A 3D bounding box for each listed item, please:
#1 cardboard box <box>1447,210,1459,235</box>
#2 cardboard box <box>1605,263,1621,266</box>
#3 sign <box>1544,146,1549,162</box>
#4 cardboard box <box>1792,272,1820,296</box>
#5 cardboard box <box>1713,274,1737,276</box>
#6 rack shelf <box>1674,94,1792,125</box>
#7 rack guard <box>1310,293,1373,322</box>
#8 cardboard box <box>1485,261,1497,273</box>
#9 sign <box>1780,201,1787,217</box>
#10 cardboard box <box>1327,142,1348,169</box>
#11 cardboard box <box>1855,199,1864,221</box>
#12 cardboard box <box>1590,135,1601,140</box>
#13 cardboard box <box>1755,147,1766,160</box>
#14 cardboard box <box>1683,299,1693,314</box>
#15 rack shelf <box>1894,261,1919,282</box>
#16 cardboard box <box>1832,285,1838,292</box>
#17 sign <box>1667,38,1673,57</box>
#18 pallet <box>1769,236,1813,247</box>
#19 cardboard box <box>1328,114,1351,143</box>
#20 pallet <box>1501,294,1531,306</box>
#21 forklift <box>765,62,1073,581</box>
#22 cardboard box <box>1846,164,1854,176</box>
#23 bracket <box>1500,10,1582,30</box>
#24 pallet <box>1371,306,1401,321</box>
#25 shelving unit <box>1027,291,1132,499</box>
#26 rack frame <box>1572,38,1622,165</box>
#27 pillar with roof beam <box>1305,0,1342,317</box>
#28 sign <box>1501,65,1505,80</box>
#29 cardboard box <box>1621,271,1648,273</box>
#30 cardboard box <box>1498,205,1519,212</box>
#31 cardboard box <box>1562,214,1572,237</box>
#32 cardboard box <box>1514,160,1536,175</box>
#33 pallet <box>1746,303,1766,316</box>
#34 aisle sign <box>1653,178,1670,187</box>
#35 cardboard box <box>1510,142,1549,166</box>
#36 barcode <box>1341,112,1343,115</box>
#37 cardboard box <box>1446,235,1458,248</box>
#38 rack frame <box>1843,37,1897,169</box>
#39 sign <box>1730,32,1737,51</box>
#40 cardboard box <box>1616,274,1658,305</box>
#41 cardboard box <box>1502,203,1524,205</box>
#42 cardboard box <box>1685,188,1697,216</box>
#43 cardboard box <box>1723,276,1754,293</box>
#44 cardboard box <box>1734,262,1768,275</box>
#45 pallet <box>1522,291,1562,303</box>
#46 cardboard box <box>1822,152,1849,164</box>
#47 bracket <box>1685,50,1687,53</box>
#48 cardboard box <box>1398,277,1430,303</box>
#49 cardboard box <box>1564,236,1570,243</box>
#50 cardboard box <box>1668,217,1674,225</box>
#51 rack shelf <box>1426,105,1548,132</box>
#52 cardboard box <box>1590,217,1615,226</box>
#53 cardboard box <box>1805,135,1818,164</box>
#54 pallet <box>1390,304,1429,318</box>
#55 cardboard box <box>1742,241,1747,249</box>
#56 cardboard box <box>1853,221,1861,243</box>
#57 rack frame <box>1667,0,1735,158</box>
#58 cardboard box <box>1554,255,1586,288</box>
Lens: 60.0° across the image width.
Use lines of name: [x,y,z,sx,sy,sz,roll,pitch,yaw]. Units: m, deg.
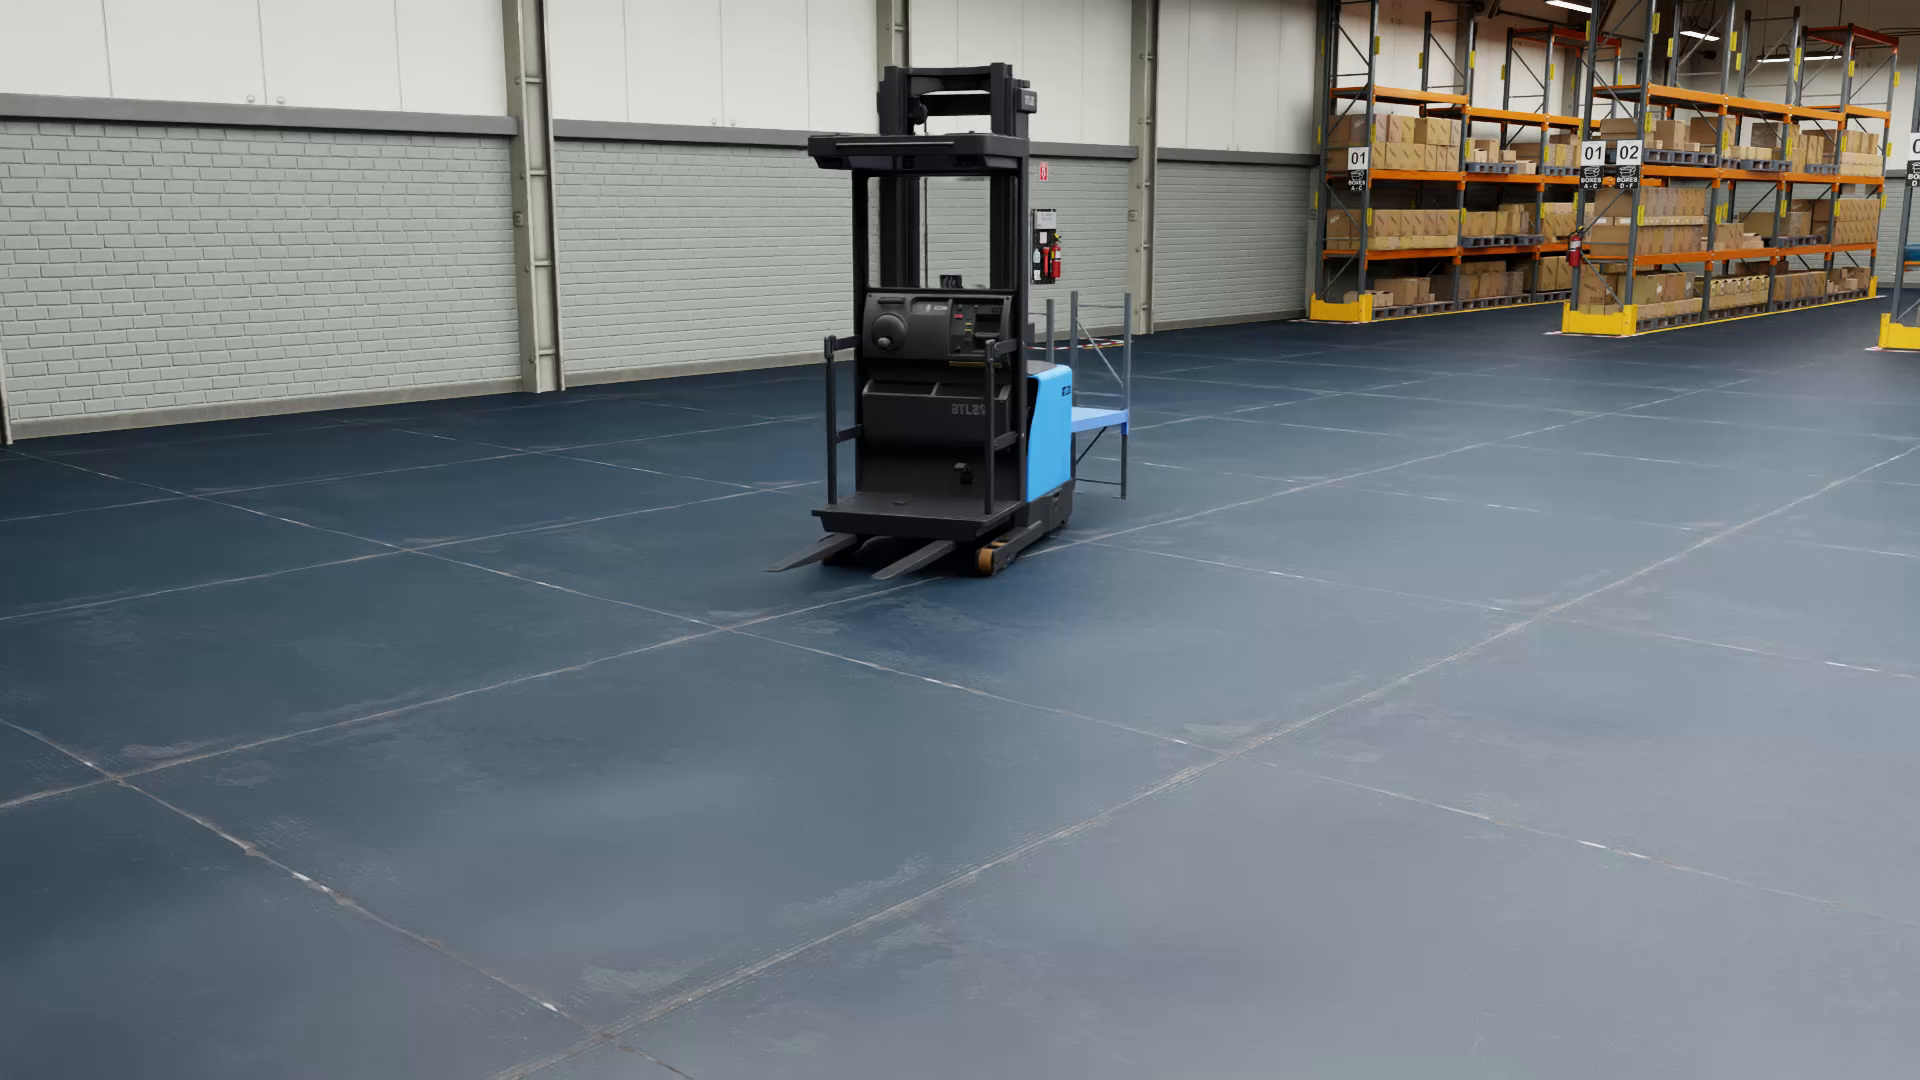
cardboard box: [9.758,-6.434,33.684,0.500,0.500,0.500,10,15,40]
cardboard box: [16.053,-6.838,40.944,0.380,0.149,0.250,10,15,42]
sign: [12.885,-8.482,36.542,0.100,0.325,0.005,10,15,40]
cardboard box: [18.399,-5.585,36.276,0.500,0.500,0.500,10,15,41]
cardboard box: [15.636,-5.282,34.013,0.500,0.311,0.500,10,15,42]
rack shelf: [14.882,-8.287,32.084,1.077,0.370,4.000,10,15,40]
rack guard: [7.248,-4.436,31.647,1.175,0.500,0.348,10,15,40]
cardboard box: [11.283,-5.921,36.042,0.500,0.250,0.500,10,15,40]
sign: [16.621,-6.685,33.565,0.100,0.325,0.005,10,15,40]
cardboard box: [7.283,-7.275,31.512,0.500,0.500,0.500,-11,16,-43]
cardboard box: [20.385,-7.577,38.179,0.500,0.500,0.500,10,15,42]
cardboard box: [15.405,-9.570,40.448,0.500,0.500,0.500,10,15,40]
cardboard box: [15.612,-7.638,32.947,0.500,0.250,0.500,10,15,42]
cardboard box: [13.082,-4.288,30.472,0.500,0.250,0.500,10,15,40]
rack shelf: [15.960,-4.312,26.477,1.077,0.370,4.000,10,15,40]
cardboard box: [19.846,-5.765,38.029,0.380,0.166,0.250,10,15,40]
sign: [13.146,-9.107,30.744,0.100,0.325,0.005,10,15,40]
pallet: [17.482,-6.381,35.490,1.003,0.211,1.213,10,15,40]
cardboard box: [7.286,-7.768,31.430,0.500,0.500,0.500,11,15,43]
pallet: [11.962,-5.346,36.938,1.003,0.211,1.213,10,15,40]
forklift: [-0.210,-1.315,9.814,1.130,2.935,3.031,4,12,19]
cardboard box: [19.682,-8.287,37.266,0.500,0.250,0.500,10,15,40]
bracket: [13.212,-11.850,37.875,0.076,0.066,4.783,10,15,40]
pallet: [7.811,-4.410,32.251,1.003,0.211,1.213,10,15,40]
shelving unit: [0.724,-0.987,11.825,0.538,1.500,1.048,8,14,35]
rack frame: [15.119,-10.358,39.598,1.000,3.000,0.127,10,15,40]
pillar with roof beam: [10.244,-8.251,29.047,9.100,9.000,0.400,10,15,40]
sign: [12.059,-10.377,36.901,0.100,0.325,0.005,10,15,40]
cardboard box: [12.360,-4.650,30.368,0.500,0.500,0.500,10,15,40]
cardboard box: [12.072,-7.307,36.603,0.380,0.149,0.250,7,13,31]
cardboard box: [13.672,-7.220,38.135,0.500,0.500,0.500,10,15,40]
cardboard box: [12.206,-8.124,36.247,0.500,0.311,0.500,10,15,40]
pallet: [15.629,-4.705,33.727,1.003,0.211,1.213,10,15,40]
aisle sign: [18.032,-9.252,42.736,0.394,0.787,0.004,10,15,40]
cardboard box: [12.749,-8.641,37.280,0.700,0.500,0.500,8,14,36]
barcode: [7.291,-8.125,31.733,0.001,0.075,0.075,10,15,40]
cardboard box: [9.753,-6.067,33.760,0.500,0.250,0.500,10,15,40]
rack frame: [21.483,-10.307,39.341,1.000,3.000,0.127,10,15,40]
sign: [13.962,-9.002,30.017,0.100,0.325,0.005,10,15,40]
cardboard box: [11.771,-4.360,28.918,0.500,0.500,0.500,10,15,40]
cardboard box: [12.583,-7.501,37.627,0.500,0.250,0.500,10,15,42]
cardboard box: [12.941,-6.144,30.248,0.700,0.500,0.500,10,15,40]
cardboard box: [15.368,-5.061,32.906,0.500,0.311,0.500,10,15,40]
cardboard box: [16.677,-5.723,35.049,0.500,0.250,0.500,11,15,42]
pallet: [13.056,-5.567,38.044,1.003,0.211,1.213,10,15,40]
cardboard box: [19.350,-8.459,36.851,0.500,0.250,0.500,10,15,40]
bracket: [19.433,-13.236,44.817,0.235,0.232,0.430,10,15,40]
cardboard box: [9.183,-5.072,33.704,0.500,0.500,0.500,8,14,36]
cardboard box: [13.874,-6.960,38.491,0.380,0.149,0.250,10,15,41]
cardboard box: [12.357,-5.634,29.350,0.380,0.149,0.250,10,15,41]
rack shelf: [11.158,-8.927,35.288,1.077,0.370,4.000,10,15,40]
cardboard box: [11.030,-5.459,28.474,0.380,0.149,0.250,9,15,39]
cardboard box: [18.031,-8.386,35.797,0.600,0.600,0.600,10,15,40]
pallet: [8.616,-4.588,33.145,1.003,0.211,1.213,10,15,40]
cardboard box: [15.402,-5.870,33.084,0.250,0.149,0.380,-11,16,-43]
cardboard box: [20.386,-7.090,38.293,0.500,0.500,0.500,9,15,40]
rack frame: [13.562,-8.542,30.501,1.000,3.000,0.127,10,15,40]
cardboard box: [14.203,-6.325,39.135,0.750,0.750,0.750,10,15,42]
